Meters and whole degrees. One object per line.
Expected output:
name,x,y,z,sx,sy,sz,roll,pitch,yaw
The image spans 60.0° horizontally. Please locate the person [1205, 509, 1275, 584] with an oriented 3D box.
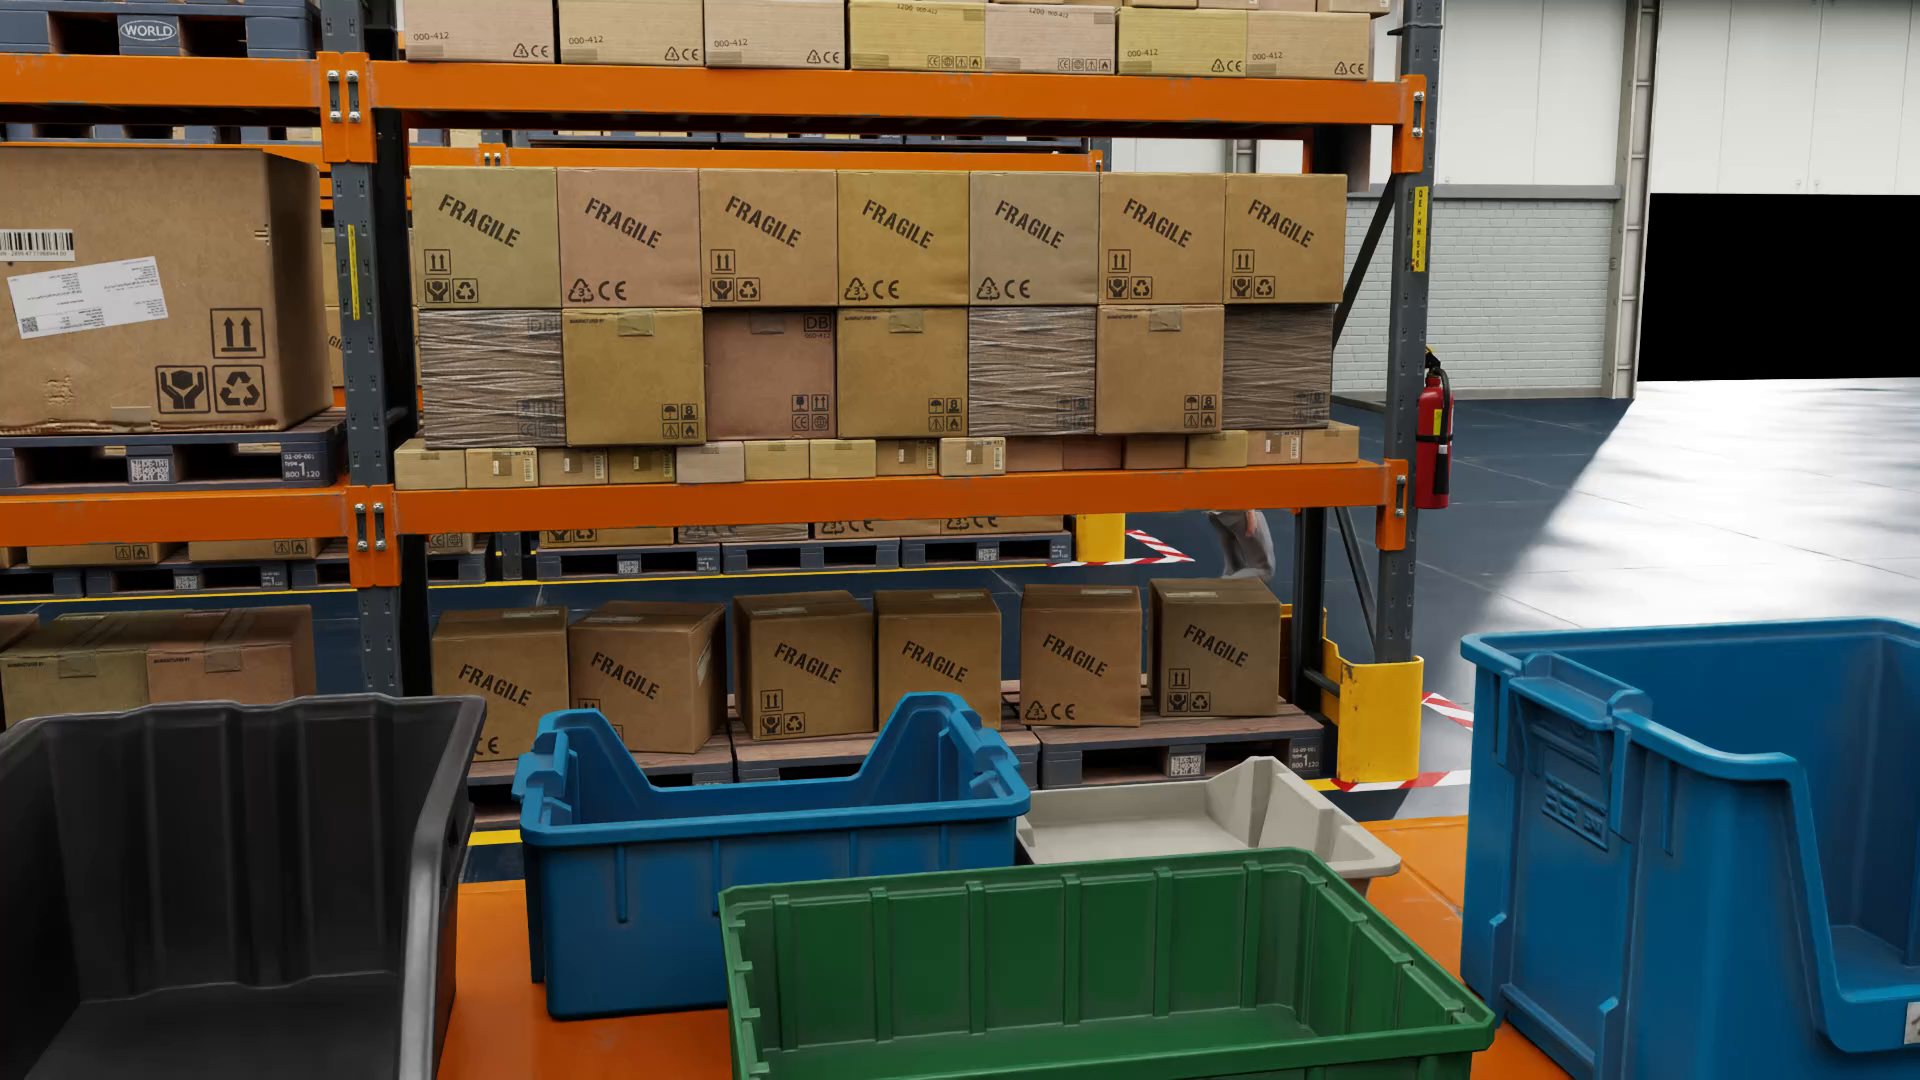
person,1.409,-0.160,8.687,0.503,1.587,0.423,-4,11,-21
